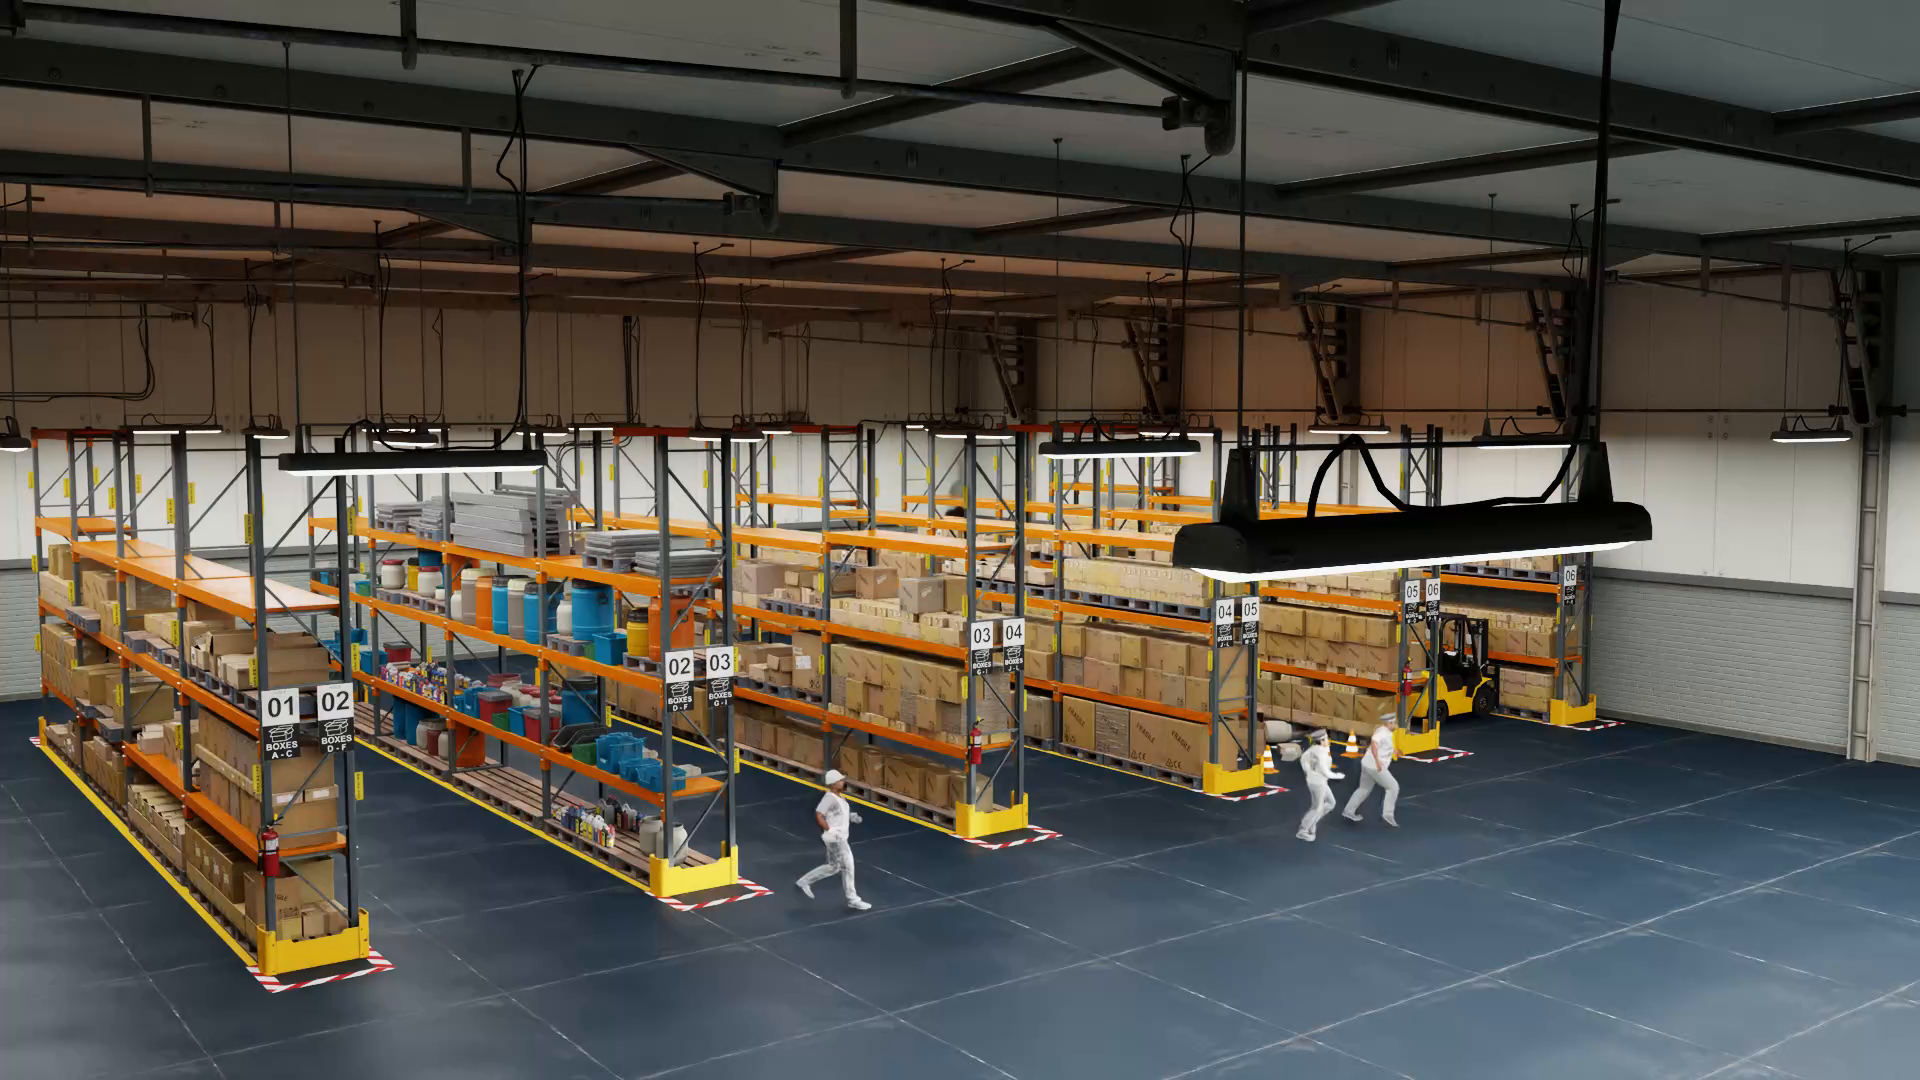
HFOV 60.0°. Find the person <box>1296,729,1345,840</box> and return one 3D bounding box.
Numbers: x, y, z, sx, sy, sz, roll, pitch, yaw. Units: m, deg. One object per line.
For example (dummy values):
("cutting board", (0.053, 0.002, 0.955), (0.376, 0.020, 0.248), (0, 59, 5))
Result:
("person", (5.289, 3.577, 24.411), (0.692, 1.648, 0.584), (0, 4, 1))

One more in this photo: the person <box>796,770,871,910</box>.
("person", (-1.603, 3.792, 21.041), (0.958, 1.787, 0.683), (0, 4, -4))

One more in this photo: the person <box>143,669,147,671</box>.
("person", (-16.227, 2.935, 33.018), (0.519, 1.603, 0.575), (0, 4, 1))

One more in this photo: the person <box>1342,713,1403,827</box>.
("person", (6.309, 3.507, 25.325), (0.932, 1.777, 0.676), (0, 4, 1))
